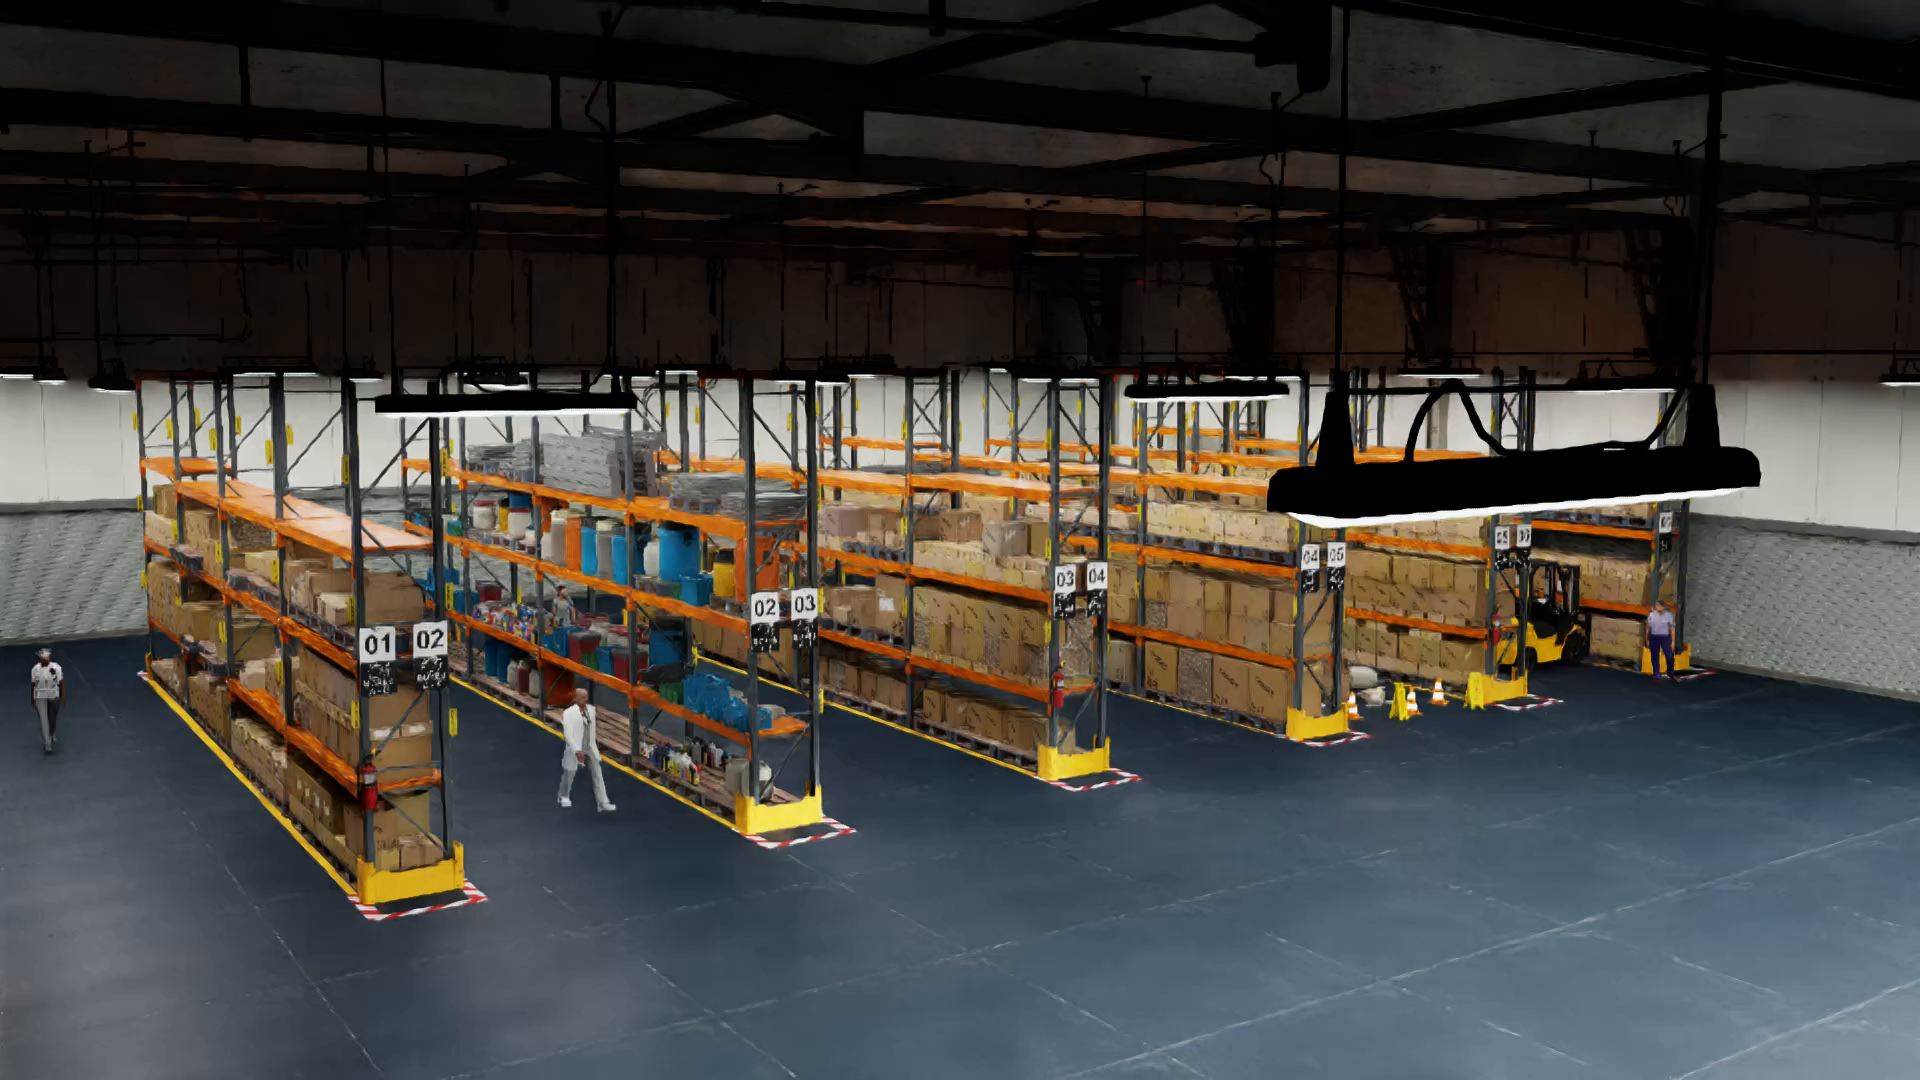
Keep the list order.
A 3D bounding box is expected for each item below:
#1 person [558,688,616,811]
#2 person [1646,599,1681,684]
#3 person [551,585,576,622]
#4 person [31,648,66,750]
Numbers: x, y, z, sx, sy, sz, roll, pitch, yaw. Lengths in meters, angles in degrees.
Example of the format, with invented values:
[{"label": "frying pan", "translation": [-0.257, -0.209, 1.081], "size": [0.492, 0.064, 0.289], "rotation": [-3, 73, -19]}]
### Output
[{"label": "person", "translation": [-5.213, 2.880, 22.912], "size": [0.580, 1.715, 1.103], "rotation": [-6, 9, -41]}, {"label": "person", "translation": [13.426, 1.932, 31.722], "size": [0.651, 1.640, 0.467], "rotation": [3, 7, 27]}, {"label": "person", "translation": [-8.068, 1.706, 33.872], "size": [0.455, 1.612, 1.019], "rotation": [-4, 8, -35]}, {"label": "person", "translation": [-14.609, 2.511, 26.666], "size": [0.463, 1.625, 0.989], "rotation": [-4, 8, -35]}]
